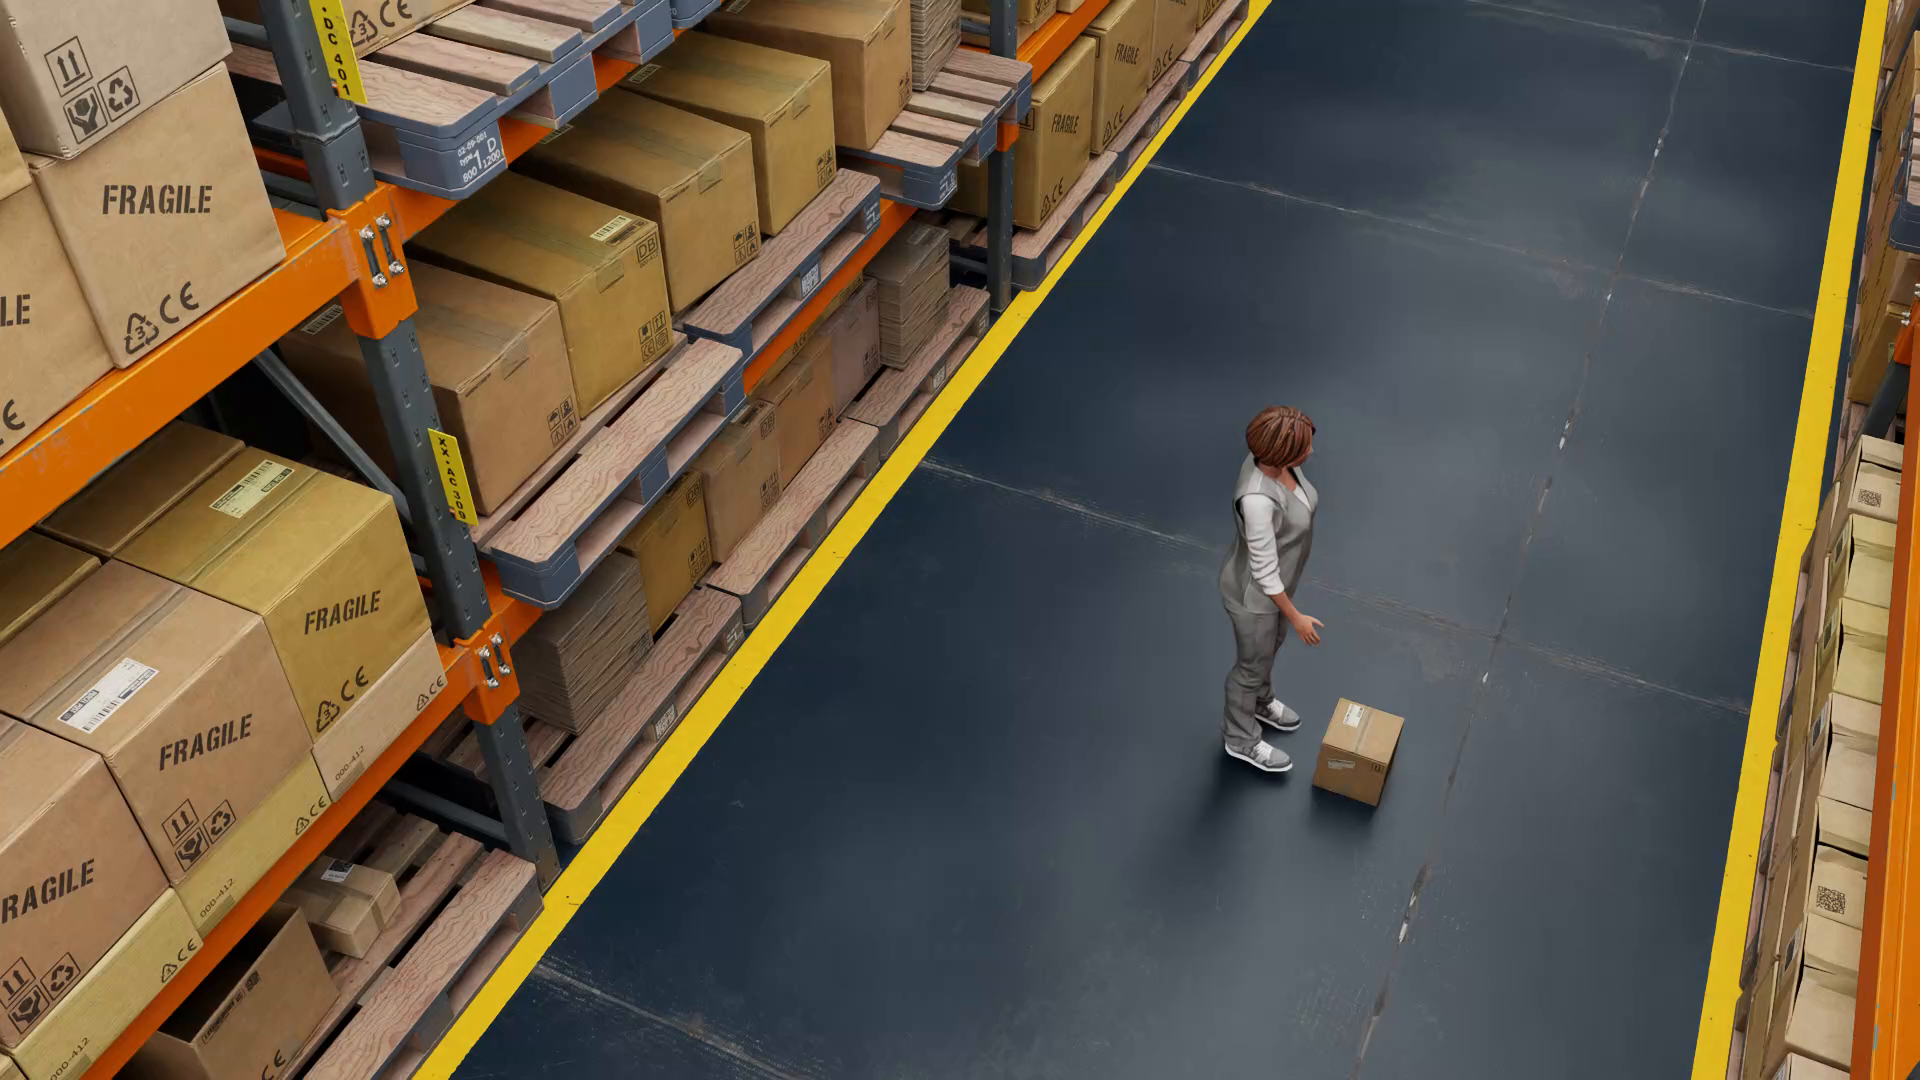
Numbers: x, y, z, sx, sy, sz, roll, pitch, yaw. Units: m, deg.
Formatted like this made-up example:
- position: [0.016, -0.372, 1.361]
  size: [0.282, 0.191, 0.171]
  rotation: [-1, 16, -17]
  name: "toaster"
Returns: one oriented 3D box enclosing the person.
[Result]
- position: [1.128, 0.187, 5.951]
  size: [0.413, 1.622, 0.431]
  rotation: [15, 45, 16]
  name: "person"
